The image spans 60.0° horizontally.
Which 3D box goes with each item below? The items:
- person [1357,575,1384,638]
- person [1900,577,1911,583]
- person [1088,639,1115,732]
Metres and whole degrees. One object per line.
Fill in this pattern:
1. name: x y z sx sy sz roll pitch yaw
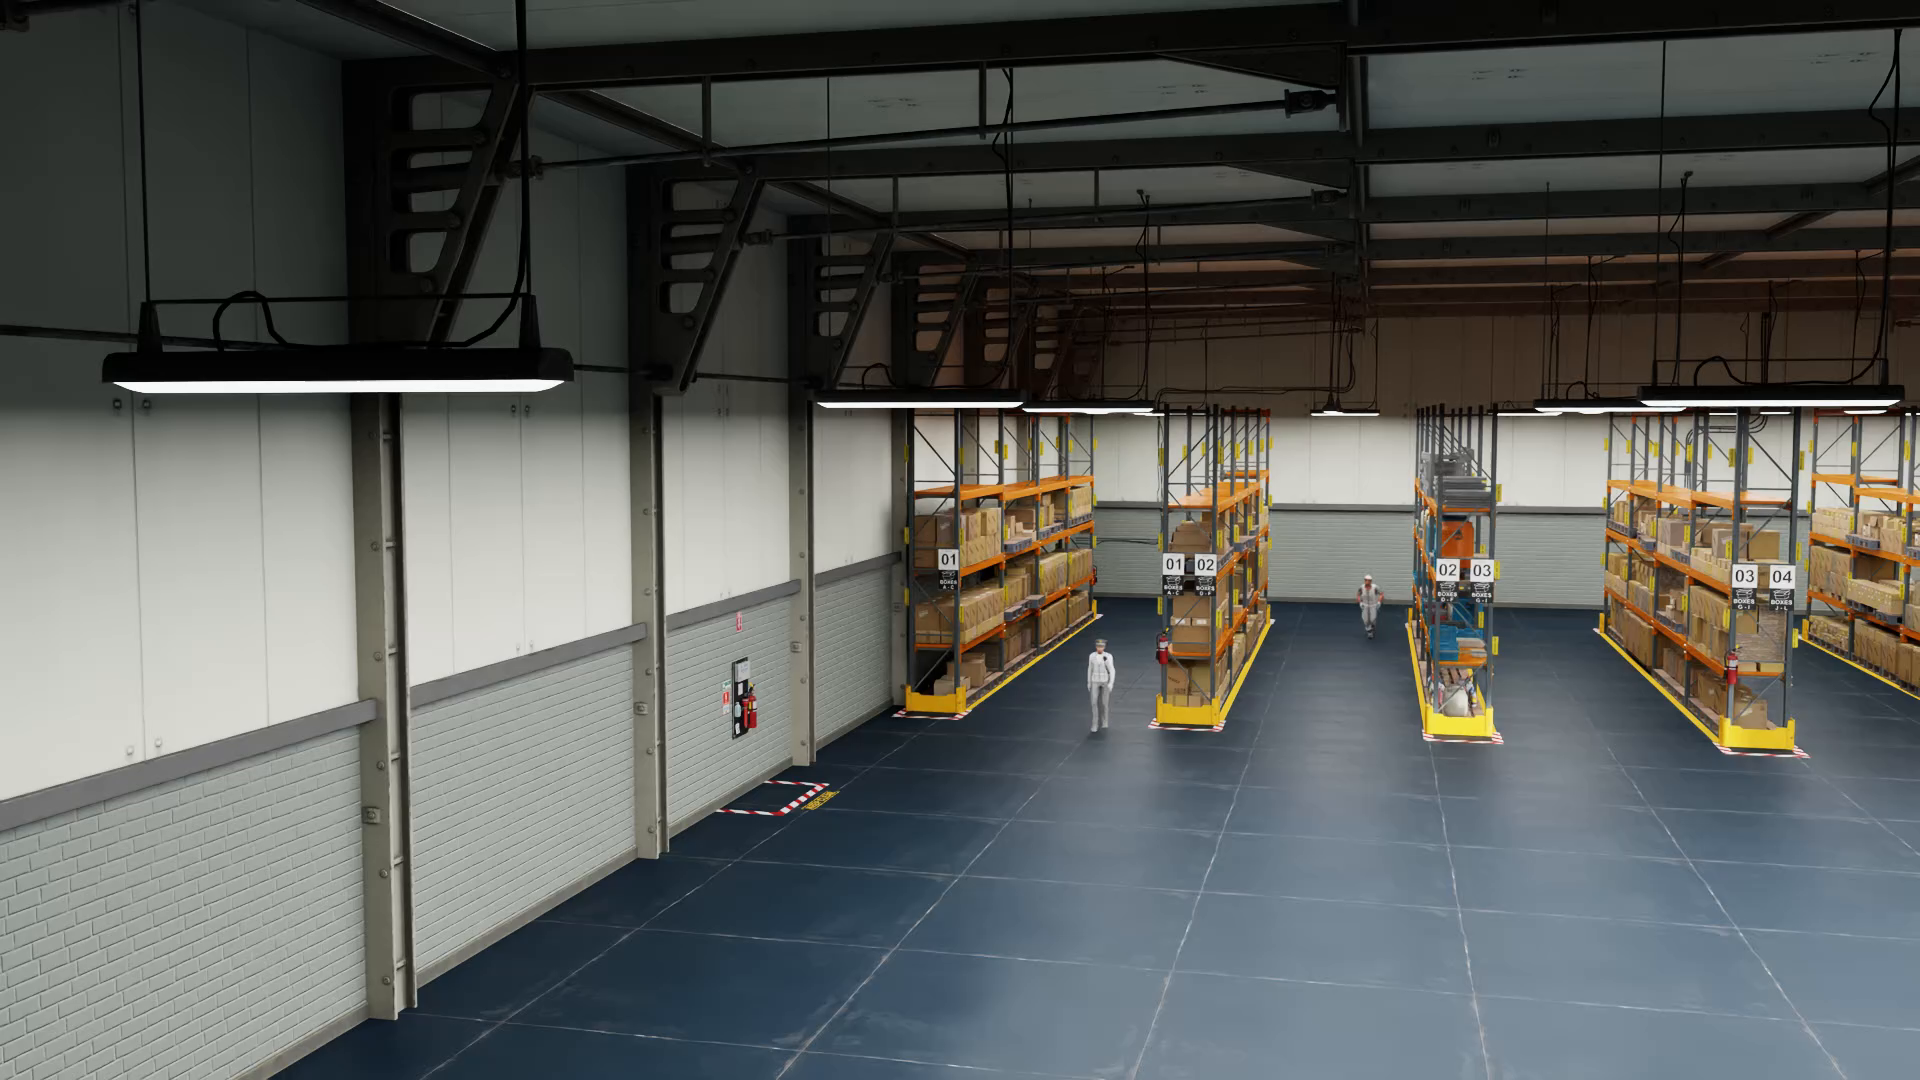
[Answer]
1. person: 10.669 1.734 43.322 0.668 1.685 0.643 2 4 22
2. person: 23.776 1.806 41.761 0.599 1.766 0.507 1 4 15
3. person: 2.600 2.674 30.675 0.526 1.714 0.544 1 4 15
